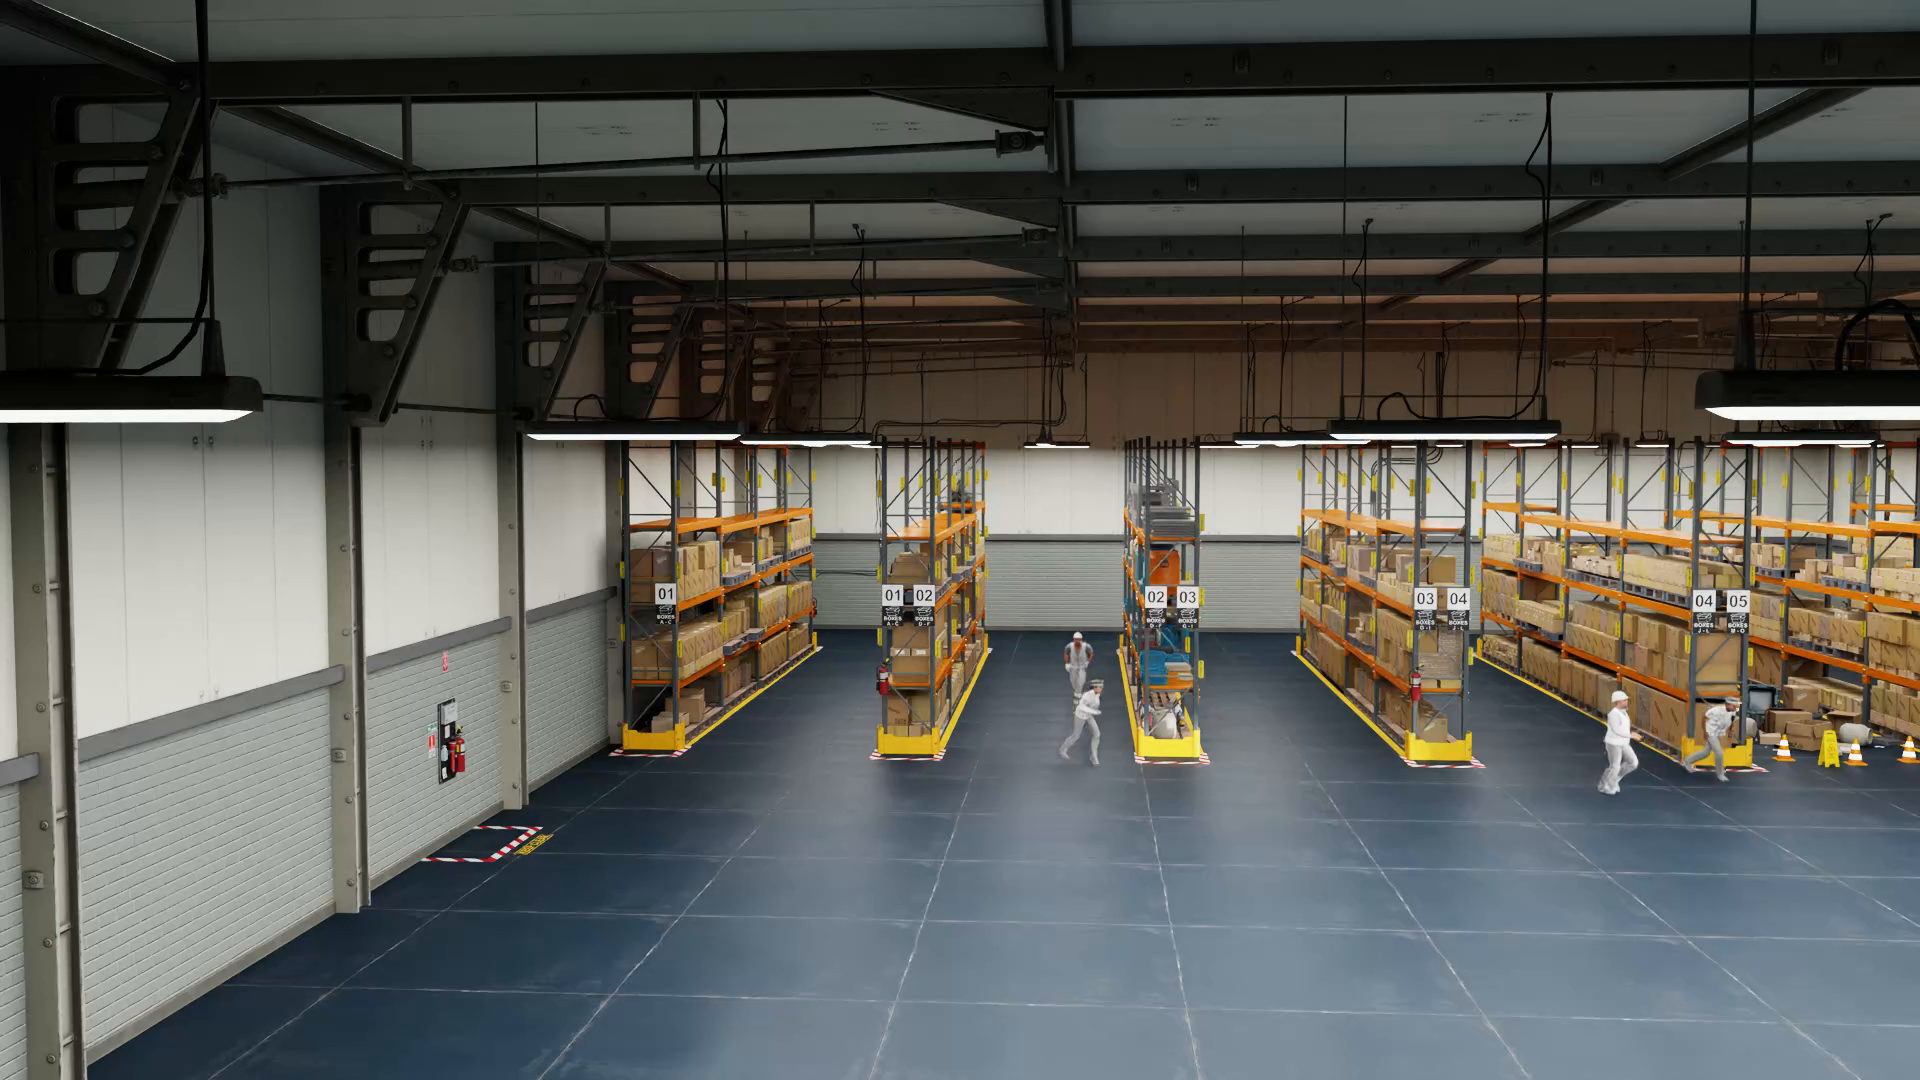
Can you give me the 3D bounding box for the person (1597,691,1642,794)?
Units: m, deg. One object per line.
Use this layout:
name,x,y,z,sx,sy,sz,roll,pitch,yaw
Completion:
person,10.970,3.364,27.613,0.719,1.730,0.632,3,4,41

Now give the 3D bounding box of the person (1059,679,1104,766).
person,2.236,3.330,30.487,0.957,1.622,0.657,2,4,38

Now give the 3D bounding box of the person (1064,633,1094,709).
person,2.660,2.898,37.213,0.659,1.722,0.909,0,3,4

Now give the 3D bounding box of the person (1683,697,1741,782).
person,13.137,3.434,29.080,0.557,1.494,1.074,-1,3,-22
